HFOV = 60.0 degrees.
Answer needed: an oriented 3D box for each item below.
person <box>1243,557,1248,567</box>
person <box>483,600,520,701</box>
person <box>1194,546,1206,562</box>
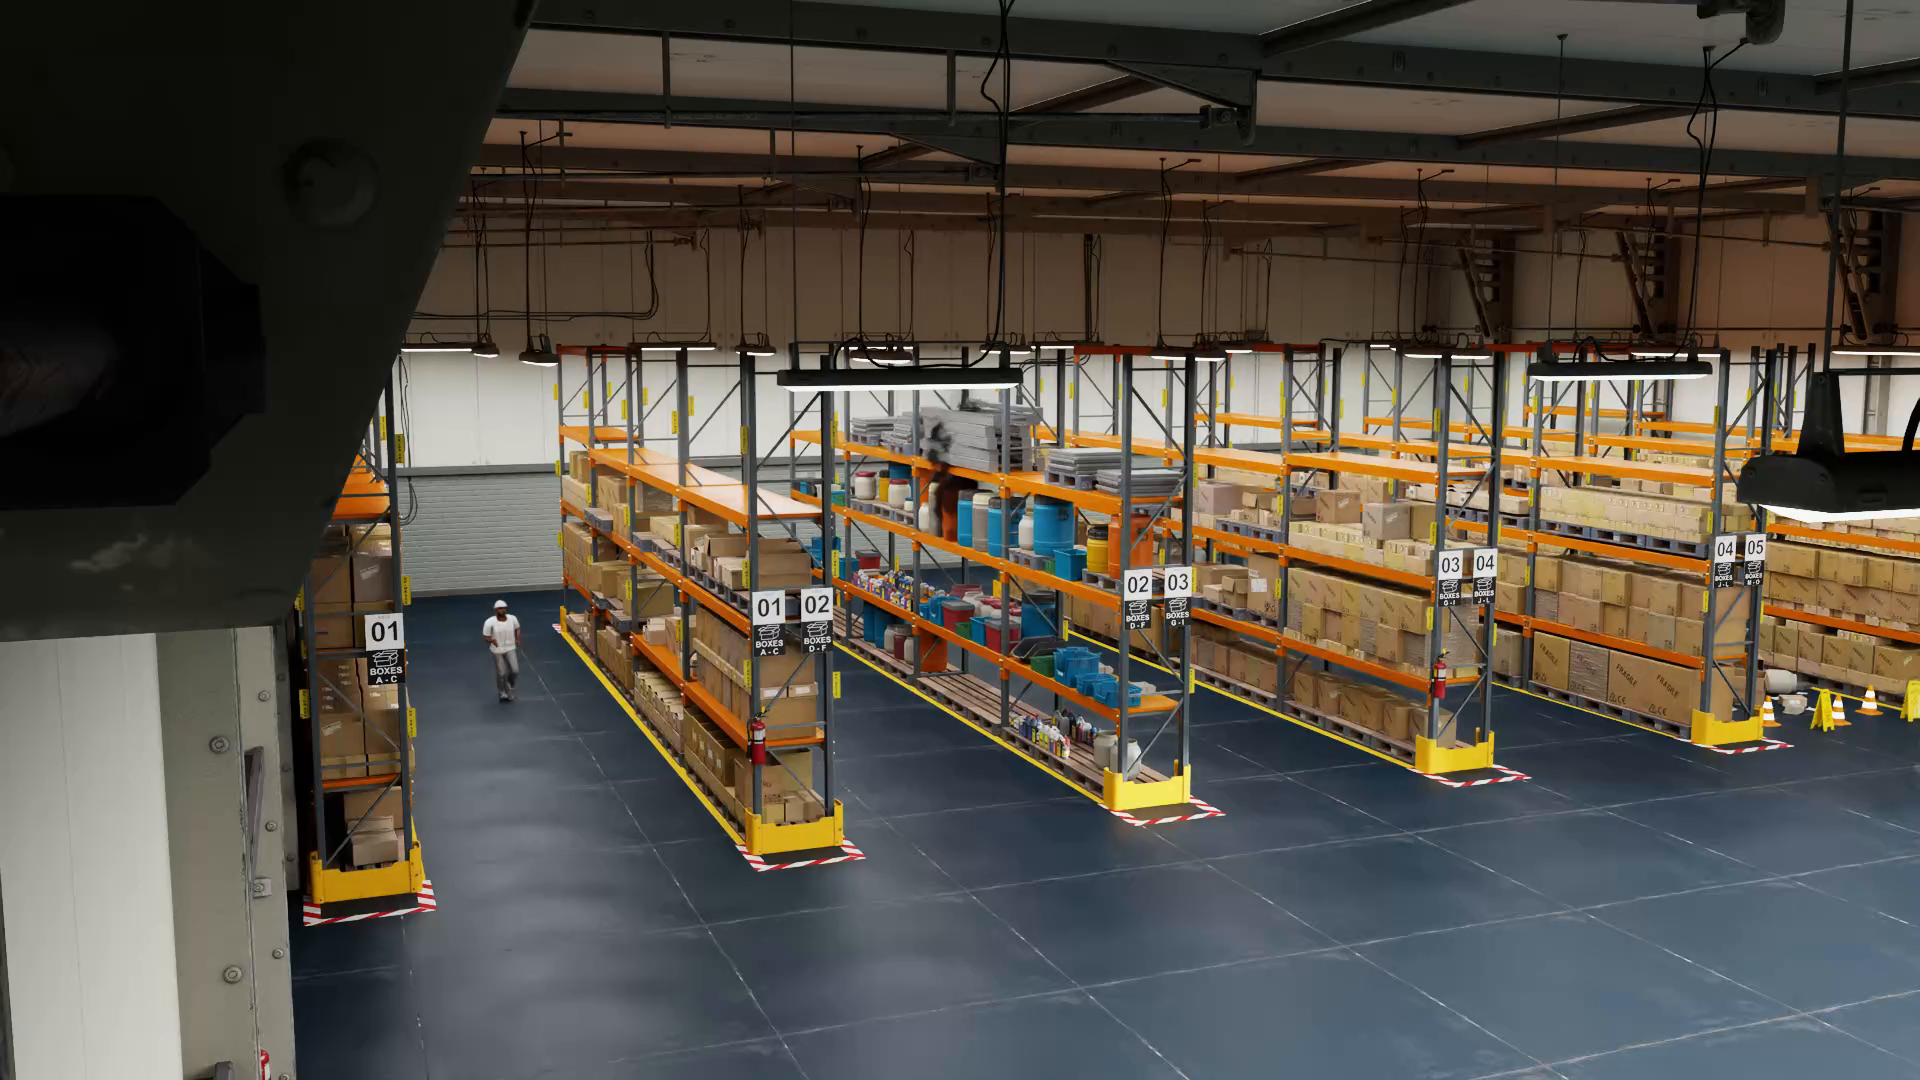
[{"bbox_3d":[7.595,0.144,42.340,0.947,1.697,0.612,-4,8,-28],"label":"person"},{"bbox_3d":[-7.732,1.886,28.215,0.672,1.746,0.657,-4,8,-28],"label":"person"},{"bbox_3d":[5.943,0.192,41.517,0.602,1.739,0.631,-4,8,-30],"label":"person"}]
